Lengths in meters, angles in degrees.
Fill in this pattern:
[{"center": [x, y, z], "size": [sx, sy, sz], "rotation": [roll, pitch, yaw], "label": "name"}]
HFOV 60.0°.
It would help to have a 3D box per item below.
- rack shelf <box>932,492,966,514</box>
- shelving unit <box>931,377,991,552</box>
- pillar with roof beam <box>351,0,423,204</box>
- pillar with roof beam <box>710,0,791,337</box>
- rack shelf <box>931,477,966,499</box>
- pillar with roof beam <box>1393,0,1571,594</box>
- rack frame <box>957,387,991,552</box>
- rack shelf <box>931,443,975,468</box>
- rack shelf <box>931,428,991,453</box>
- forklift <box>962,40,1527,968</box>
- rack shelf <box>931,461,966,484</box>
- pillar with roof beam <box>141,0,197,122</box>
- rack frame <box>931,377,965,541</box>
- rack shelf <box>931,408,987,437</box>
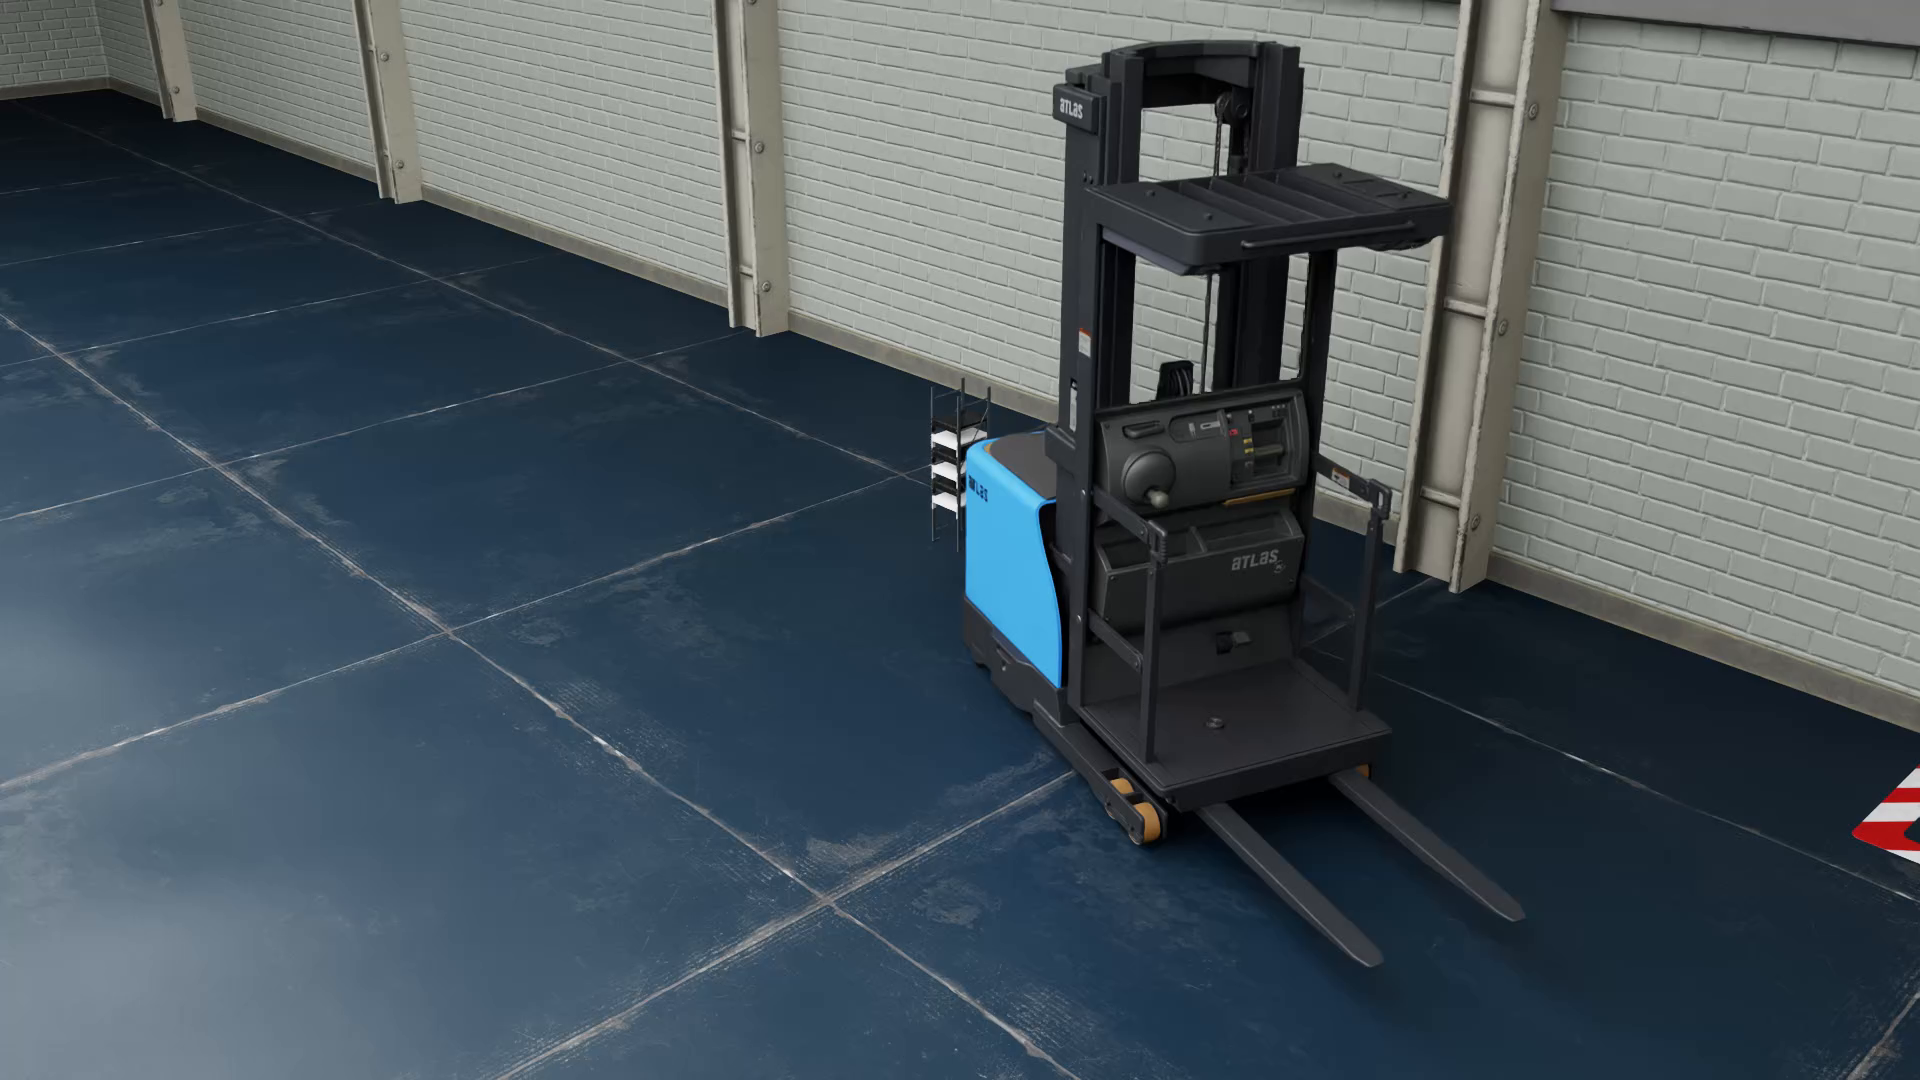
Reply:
[{"center": [0.006, -0.213, 9.146], "size": [0.258, 0.077, 0.200], "rotation": [-21, 32, -38], "label": "rack shelf"}, {"center": [0.006, -0.407, 9.058], "size": [0.258, 0.900, 0.210], "rotation": [-21, 32, -38], "label": "shelving unit"}, {"center": [-8.784, -6.332, 12.287], "size": [9.100, 9.000, 0.400], "rotation": [-21, 32, -38], "label": "pillar with roof beam"}, {"center": [-4.683, -4.514, 8.303], "size": [9.100, 9.000, 0.400], "rotation": [-21, 32, -38], "label": "pillar with roof beam"}, {"center": [0.006, -0.295, 9.109], "size": [0.258, 0.077, 0.200], "rotation": [-21, 32, -38], "label": "rack shelf"}, {"center": [-0.582, -2.696, 4.318], "size": [9.100, 9.000, 0.400], "rotation": [-21, 32, -38], "label": "pillar with roof beam"}, {"center": [0.075, -0.376, 8.990], "size": [0.240, 0.900, 0.006], "rotation": [-21, 32, -38], "label": "rack frame"}, {"center": [0.006, -0.459, 9.034], "size": [0.258, 0.077, 0.200], "rotation": [-21, 32, -38], "label": "rack shelf"}, {"center": [0.006, -0.540, 8.997], "size": [0.258, 0.077, 0.200], "rotation": [-21, 32, -38], "label": "rack shelf"}, {"center": [1.069, -0.328, 6.438], "size": [1.130, 2.935, 3.031], "rotation": [-10, 27, -22], "label": "forklift"}, {"center": [0.006, -0.377, 9.072], "size": [0.258, 0.077, 0.200], "rotation": [-21, 32, -38], "label": "rack shelf"}, {"center": [-12.885, -8.150, 16.272], "size": [9.100, 9.000, 0.400], "rotation": [-21, 32, -38], "label": "pillar with roof beam"}, {"center": [-0.064, -0.438, 9.125], "size": [0.240, 0.900, 0.006], "rotation": [-21, 32, -38], "label": "rack frame"}, {"center": [0.006, -0.622, 8.960], "size": [0.258, 0.077, 0.200], "rotation": [-21, 32, -38], "label": "rack shelf"}]
